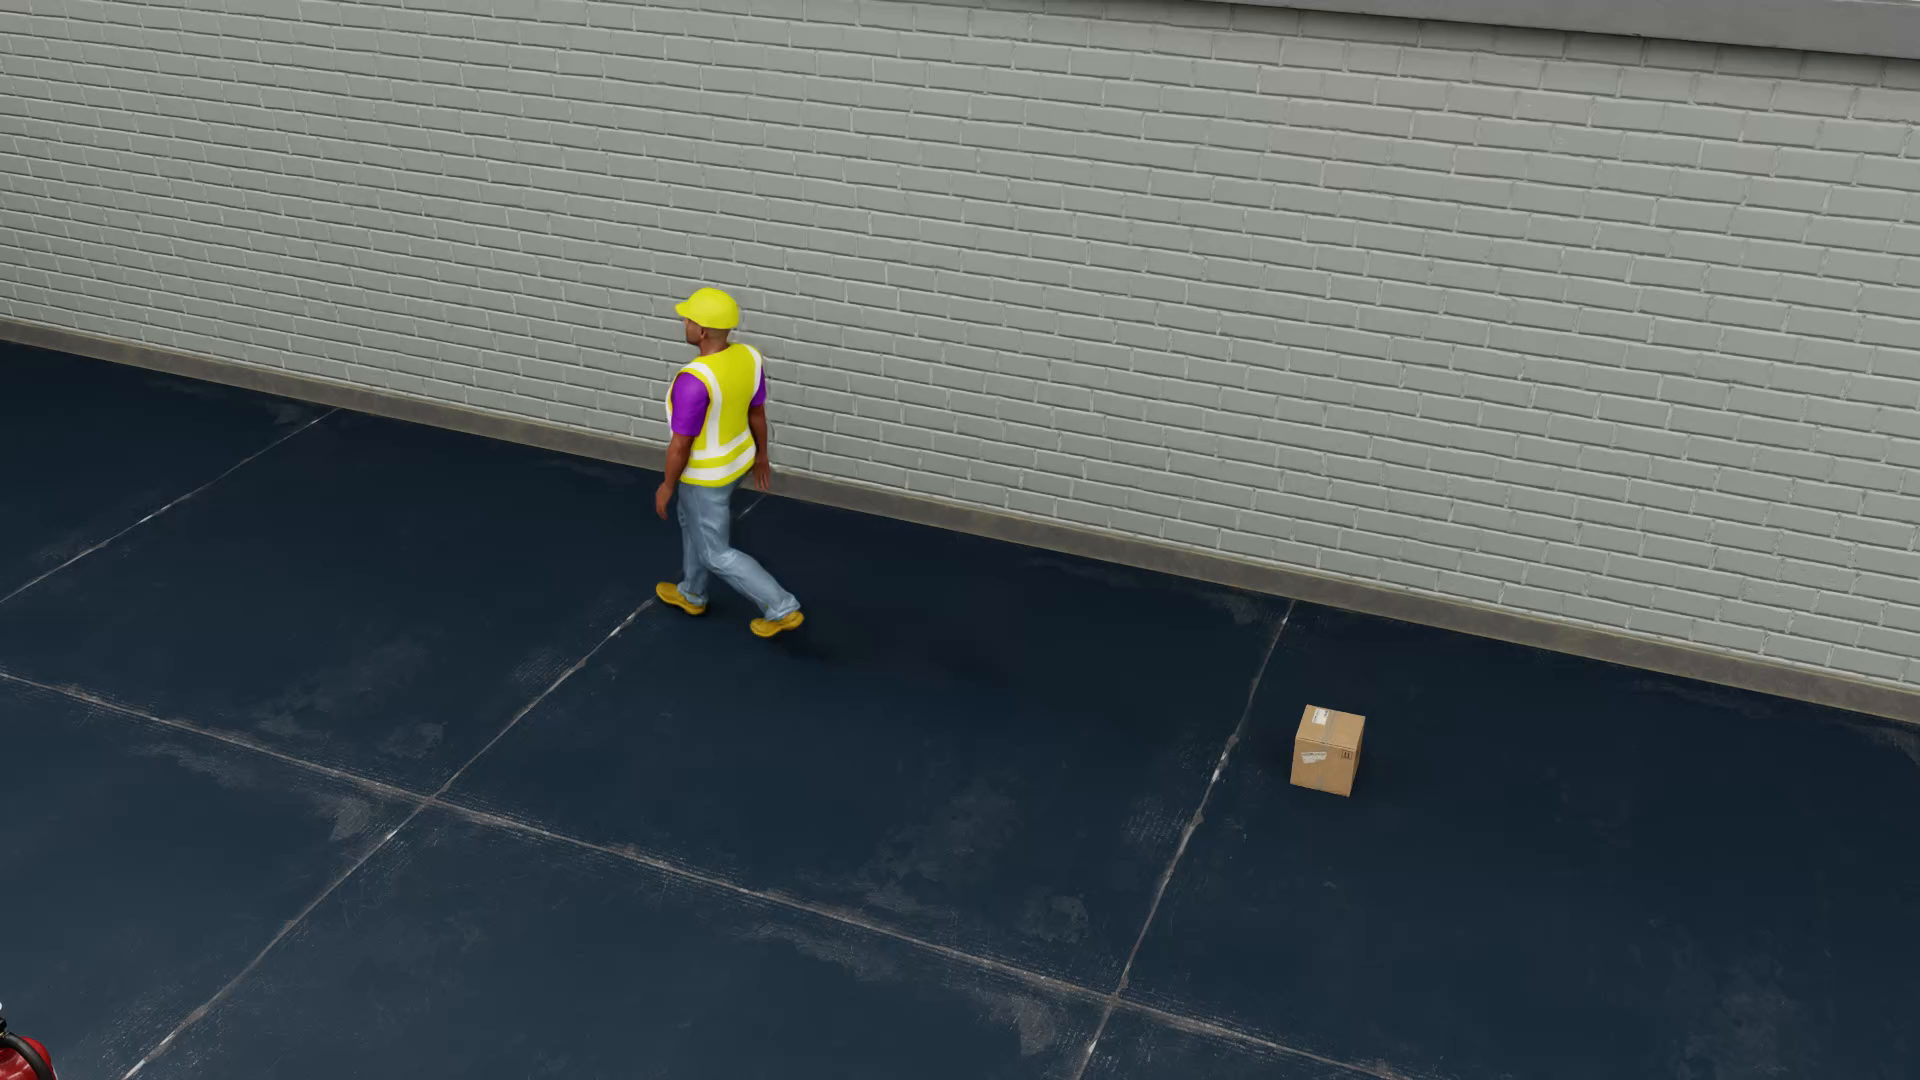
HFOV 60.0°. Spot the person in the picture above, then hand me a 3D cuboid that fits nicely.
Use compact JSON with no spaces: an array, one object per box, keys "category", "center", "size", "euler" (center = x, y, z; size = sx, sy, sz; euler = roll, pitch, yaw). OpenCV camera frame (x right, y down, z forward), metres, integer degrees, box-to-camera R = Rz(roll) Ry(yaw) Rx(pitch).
[{"category":"person","center":[-1.135,-0.331,7.684],"size":[0.945,1.734,0.583],"euler":[13,32,22]}]
